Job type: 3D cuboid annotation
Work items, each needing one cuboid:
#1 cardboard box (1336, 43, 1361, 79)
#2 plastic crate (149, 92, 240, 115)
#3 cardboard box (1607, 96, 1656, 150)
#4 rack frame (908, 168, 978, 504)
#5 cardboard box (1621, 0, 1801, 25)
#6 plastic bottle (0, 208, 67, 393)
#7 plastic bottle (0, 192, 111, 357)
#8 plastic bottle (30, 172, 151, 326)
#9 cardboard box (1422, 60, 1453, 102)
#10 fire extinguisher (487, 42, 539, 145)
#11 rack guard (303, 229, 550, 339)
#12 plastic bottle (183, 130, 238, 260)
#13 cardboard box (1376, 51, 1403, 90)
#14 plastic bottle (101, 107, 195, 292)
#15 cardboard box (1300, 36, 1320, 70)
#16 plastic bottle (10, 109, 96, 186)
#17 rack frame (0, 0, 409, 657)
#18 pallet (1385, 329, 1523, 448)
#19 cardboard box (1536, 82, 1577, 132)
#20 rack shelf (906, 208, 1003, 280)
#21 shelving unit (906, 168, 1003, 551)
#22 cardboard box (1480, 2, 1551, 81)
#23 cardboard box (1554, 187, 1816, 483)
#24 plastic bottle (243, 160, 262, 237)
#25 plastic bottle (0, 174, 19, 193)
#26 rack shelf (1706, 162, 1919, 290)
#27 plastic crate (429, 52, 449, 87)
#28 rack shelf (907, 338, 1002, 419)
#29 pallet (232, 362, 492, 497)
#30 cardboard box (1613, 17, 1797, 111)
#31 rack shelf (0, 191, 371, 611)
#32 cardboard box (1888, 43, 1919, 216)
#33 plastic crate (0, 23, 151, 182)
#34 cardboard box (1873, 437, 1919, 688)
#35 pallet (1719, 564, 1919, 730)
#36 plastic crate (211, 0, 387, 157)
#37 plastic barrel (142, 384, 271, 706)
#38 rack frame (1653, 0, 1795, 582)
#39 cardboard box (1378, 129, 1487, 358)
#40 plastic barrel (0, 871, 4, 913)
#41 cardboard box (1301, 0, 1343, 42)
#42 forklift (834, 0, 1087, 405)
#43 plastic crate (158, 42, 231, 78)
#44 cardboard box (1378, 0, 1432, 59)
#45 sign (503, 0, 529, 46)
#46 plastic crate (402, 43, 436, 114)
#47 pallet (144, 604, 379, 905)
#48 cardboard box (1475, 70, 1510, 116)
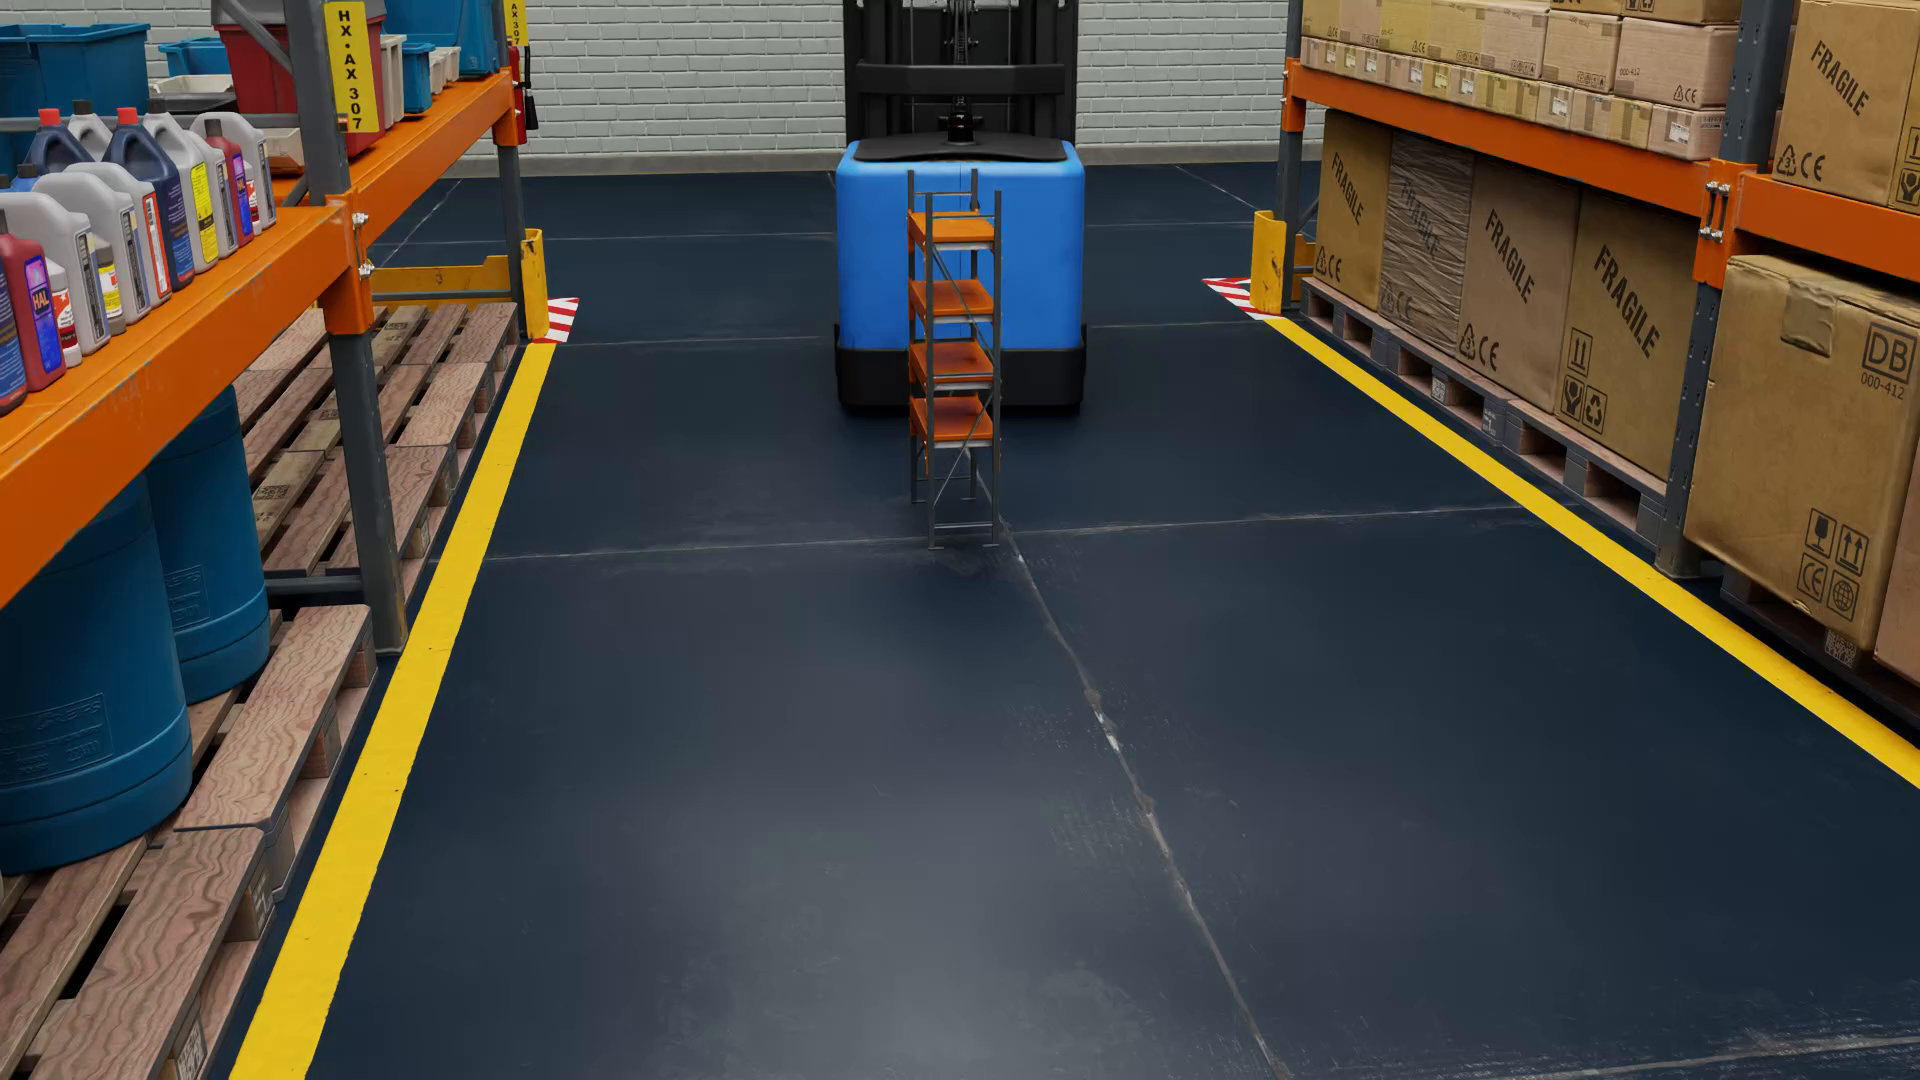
[{"bbox_3d":[2.005,-2.266,7.855,0.380,0.149,0.250,-3,21,-9],"label":"cardboard box"},{"bbox_3d":[-2.548,-1.339,5.322,0.437,0.125,0.590,-3,21,-8],"label":"plastic crate"},{"bbox_3d":[2.375,-1.376,5.473,0.380,0.149,0.250,-3,21,-7],"label":"cardboard box"},{"bbox_3d":[-0.059,-0.704,5.886,0.240,1.200,0.015,-3,21,-8],"label":"rack frame"},{"bbox_3d":[2.450,-1.882,5.185,0.500,0.500,0.500,-2,21,-6],"label":"cardboard box"},{"bbox_3d":[-1.487,-0.385,2.628,0.061,0.283,0.133,-3,21,-8],"label":"plastic bottle"},{"bbox_3d":[-1.565,-0.460,2.837,0.152,0.276,0.135,-3,21,-8],"label":"plastic bottle"},{"bbox_3d":[-1.599,-0.540,3.052,0.152,0.276,0.135,-3,21,-8],"label":"plastic bottle"},{"bbox_3d":[2.152,-1.911,6.905,0.380,0.149,0.250,-3,21,-9],"label":"cardboard box"},{"bbox_3d":[-2.269,-2.315,8.271,0.296,0.674,0.183,-3,21,-8],"label":"fire extinguisher"},{"bbox_3d":[-2.713,-1.288,8.449,1.175,0.500,0.348,-3,21,-8],"label":"rack guard"},{"bbox_3d":[-1.691,-0.761,3.644,0.152,0.276,0.135,-3,21,-8],"label":"plastic bottle"},{"bbox_3d":[2.079,-2.088,7.378,0.380,0.149,0.250,-3,21,-9],"label":"cardboard box"},{"bbox_3d":[-1.637,-0.677,3.312,0.144,0.351,0.185,-3,21,-8],"label":"plastic bottle"},{"bbox_3d":[1.929,-2.443,8.330,0.380,0.149,0.250,-3,21,-7],"label":"cardboard box"},{"bbox_3d":[-1.780,-0.670,3.293,0.144,0.351,0.185,-3,21,-8],"label":"plastic bottle"},{"bbox_3d":[-2.120,-1.066,4.283,1.000,3.000,0.127,-3,21,-8],"label":"rack frame"},{"bbox_3d":[2.570,-0.700,7.289,1.003,0.211,1.213,-3,21,-8],"label":"pallet"},{"bbox_3d":[2.302,-1.554,5.949,0.380,0.149,0.250,-3,21,-7],"label":"cardboard box"},{"bbox_3d":[-0.024,-0.988,5.522,0.258,0.148,0.480,-3,21,-8],"label":"rack shelf"},{"bbox_3d":[-0.024,-0.619,5.660,0.258,1.200,0.503,-3,21,-8],"label":"shelving unit"},{"bbox_3d":[2.307,-1.880,6.252,0.500,0.250,0.500,-2,21,-7],"label":"cardboard box"},{"bbox_3d":[2.765,-0.750,5.873,0.875,0.875,0.875,-3,21,-8],"label":"cardboard box"},{"bbox_3d":[-1.700,-0.814,3.892,0.097,0.201,0.097,0,20,0],"label":"plastic bottle"},{"bbox_3d":[-1.720,-0.525,3.019,0.097,0.271,0.097,0,20,0],"label":"plastic bottle"},{"bbox_3d":[3.069,-0.286,3.224,1.077,0.370,4.000,-3,21,-8],"label":"rack shelf"},{"bbox_3d":[-2.373,-1.981,7.025,0.396,0.136,0.243,-3,21,-8],"label":"plastic crate"},{"bbox_3d":[-0.024,-0.556,5.683,0.258,0.148,0.480,-3,21,-8],"label":"rack shelf"},{"bbox_3d":[-2.444,-0.436,6.581,1.003,0.211,1.213,-3,21,-8],"label":"pallet"},{"bbox_3d":[2.458,-1.524,5.300,0.500,0.250,0.500,-3,21,-9],"label":"cardboard box"},{"bbox_3d":[-1.832,-0.036,2.555,1.077,0.370,4.000,-3,21,-8],"label":"rack shelf"},{"bbox_3d":[2.673,-1.017,4.008,0.500,0.500,0.500,-3,21,-8],"label":"cardboard box"},{"bbox_3d":[-2.525,-1.231,4.662,0.392,0.384,0.575,-3,21,-8],"label":"plastic crate"},{"bbox_3d":[3.023,0.013,3.831,1.225,0.875,0.875,-4,21,-10],"label":"cardboard box"},{"bbox_3d":[2.967,0.254,4.735,1.003,0.211,1.213,-3,21,-8],"label":"pallet"},{"bbox_3d":[-2.001,-1.446,5.123,0.402,0.464,0.583,-3,21,-8],"label":"plastic crate"},{"bbox_3d":[-2.059,-0.090,4.070,0.600,0.901,0.708,-3,21,-8],"label":"plastic barrel"},{"bbox_3d":[2.781,-1.316,4.952,1.000,3.000,0.127,-3,21,-8],"label":"rack frame"},{"bbox_3d":[2.507,-1.369,7.532,0.875,0.875,0.875,-3,21,-8],"label":"cardboard box"},{"bbox_3d":[-1.964,0.537,2.946,0.421,0.512,0.421,0,20,0],"label":"plastic barrel"},{"bbox_3d":[2.006,-2.590,8.153,0.500,0.250,0.500,-3,21,-9],"label":"cardboard box"},{"bbox_3d":[0.004,-2.405,7.965,1.130,2.935,3.031,0,20,0],"label":"forklift"},{"bbox_3d":[-2.754,-1.739,6.238,0.416,0.233,0.300,-3,21,-8],"label":"plastic crate"},{"bbox_3d":[2.157,-2.236,7.205,0.500,0.250,0.500,-4,21,-10],"label":"cardboard box"},{"bbox_3d":[-2.155,-2.561,8.052,0.100,0.325,0.005,-3,21,-8],"label":"sign"},{"bbox_3d":[-2.147,-1.702,6.141,0.416,0.233,0.300,-3,21,-8],"label":"plastic crate"},{"bbox_3d":[-2.050,0.510,4.050,1.003,0.211,1.213,-3,21,-8],"label":"pallet"},{"bbox_3d":[2.227,-1.732,6.425,0.380,0.149,0.250,-3,21,-9],"label":"cardboard box"}]
